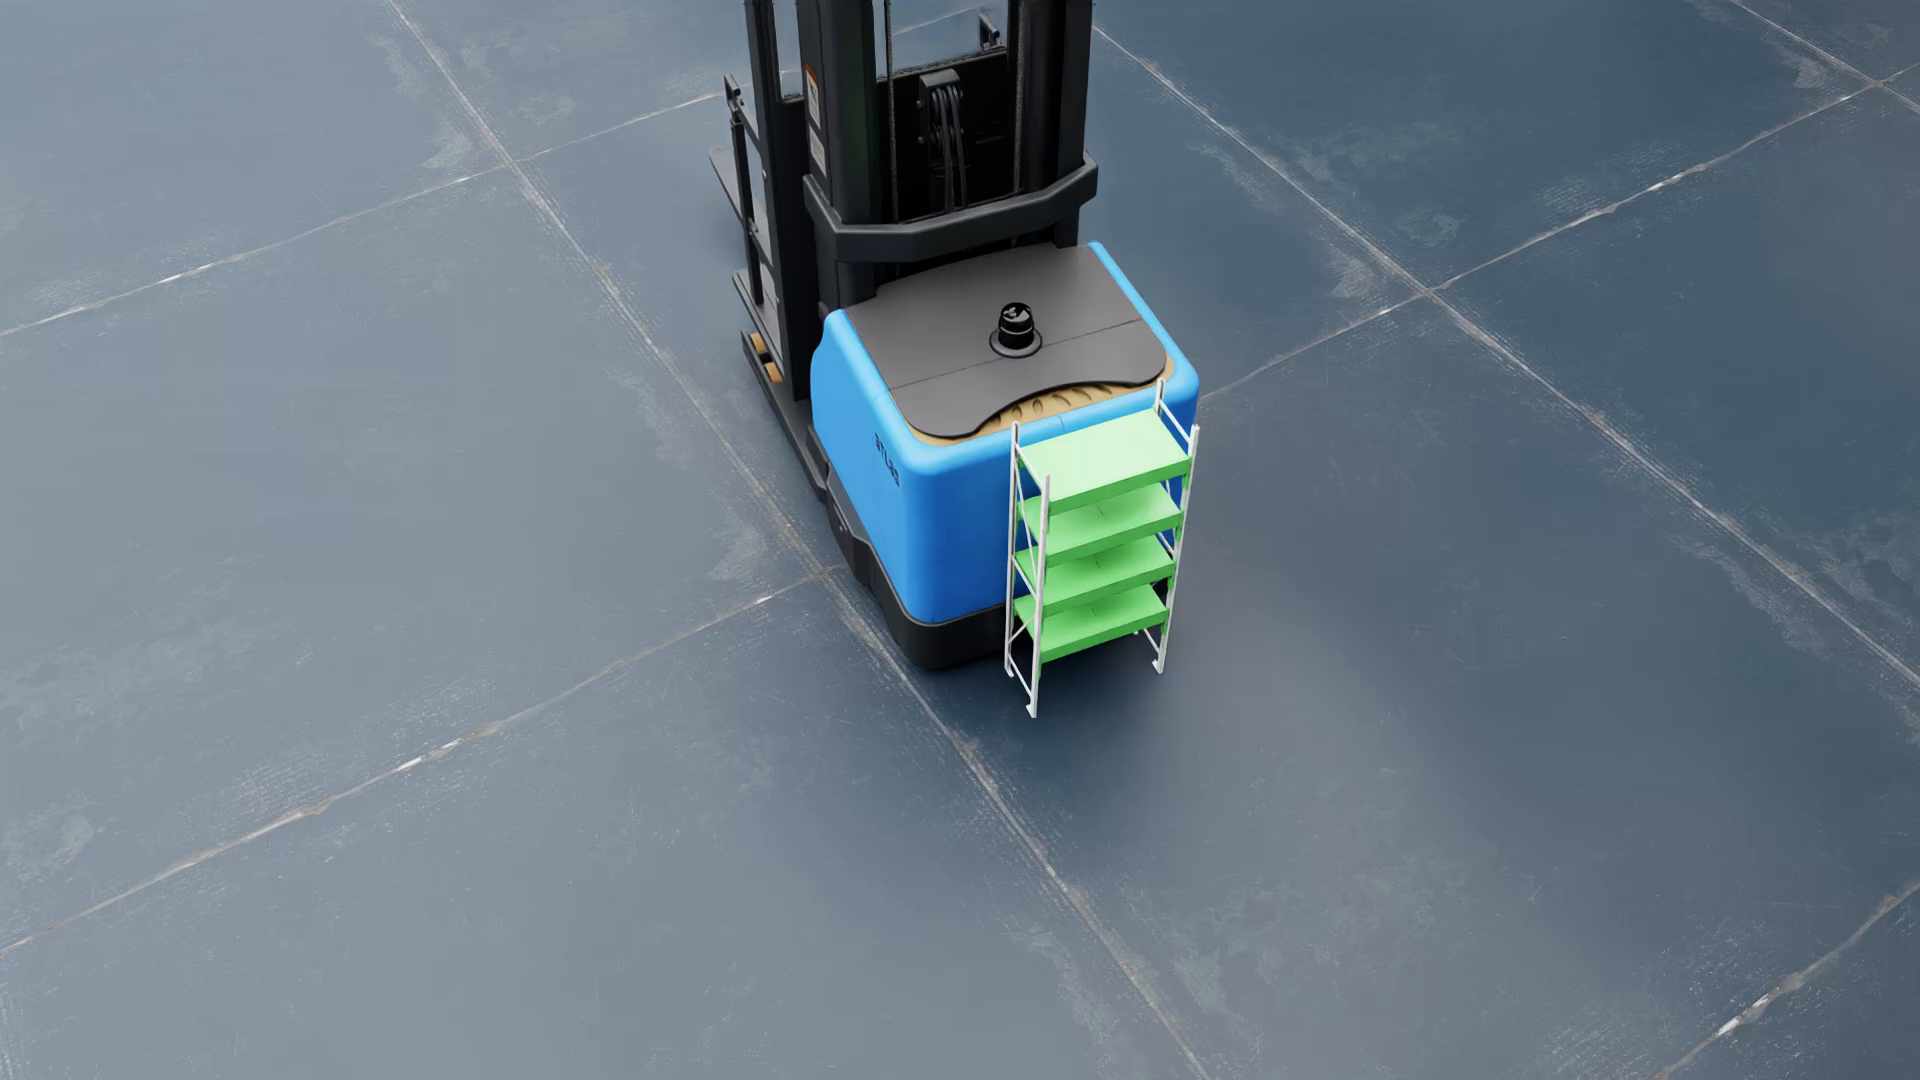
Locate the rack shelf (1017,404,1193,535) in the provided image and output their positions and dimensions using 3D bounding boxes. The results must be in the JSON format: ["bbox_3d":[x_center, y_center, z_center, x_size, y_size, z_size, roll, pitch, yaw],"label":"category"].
[{"bbox_3d":[0.434,-0.219,5.085,0.480,0.148,0.258,-18,51,-15],"label":"rack shelf"}]

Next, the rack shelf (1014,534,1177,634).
[{"bbox_3d":[0.434,0.100,5.443,0.480,0.148,0.258,-18,51,-15],"label":"rack shelf"}]

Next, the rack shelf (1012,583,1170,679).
[{"bbox_3d":[0.434,0.260,5.622,0.480,0.148,0.258,-18,51,-15],"label":"rack shelf"}]

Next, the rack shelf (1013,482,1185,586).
[{"bbox_3d":[0.434,-0.060,5.264,0.480,0.148,0.258,-18,51,-15],"label":"rack shelf"}]

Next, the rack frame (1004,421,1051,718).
[{"bbox_3d":[0.209,0.129,5.332,0.015,1.200,0.240,-18,51,-15],"label":"rack frame"}]

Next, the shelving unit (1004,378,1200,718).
[{"bbox_3d":[0.434,0.057,5.395,0.503,1.200,0.258,-18,51,-15],"label":"shelving unit"}]

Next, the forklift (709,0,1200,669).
[{"bbox_3d":[-0.246,-1.649,5.756,1.130,2.935,3.031,-17,51,-15],"label":"forklift"}]

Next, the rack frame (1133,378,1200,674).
[{"bbox_3d":[0.659,-0.014,5.459,0.015,1.200,0.240,-18,51,-15],"label":"rack frame"}]
